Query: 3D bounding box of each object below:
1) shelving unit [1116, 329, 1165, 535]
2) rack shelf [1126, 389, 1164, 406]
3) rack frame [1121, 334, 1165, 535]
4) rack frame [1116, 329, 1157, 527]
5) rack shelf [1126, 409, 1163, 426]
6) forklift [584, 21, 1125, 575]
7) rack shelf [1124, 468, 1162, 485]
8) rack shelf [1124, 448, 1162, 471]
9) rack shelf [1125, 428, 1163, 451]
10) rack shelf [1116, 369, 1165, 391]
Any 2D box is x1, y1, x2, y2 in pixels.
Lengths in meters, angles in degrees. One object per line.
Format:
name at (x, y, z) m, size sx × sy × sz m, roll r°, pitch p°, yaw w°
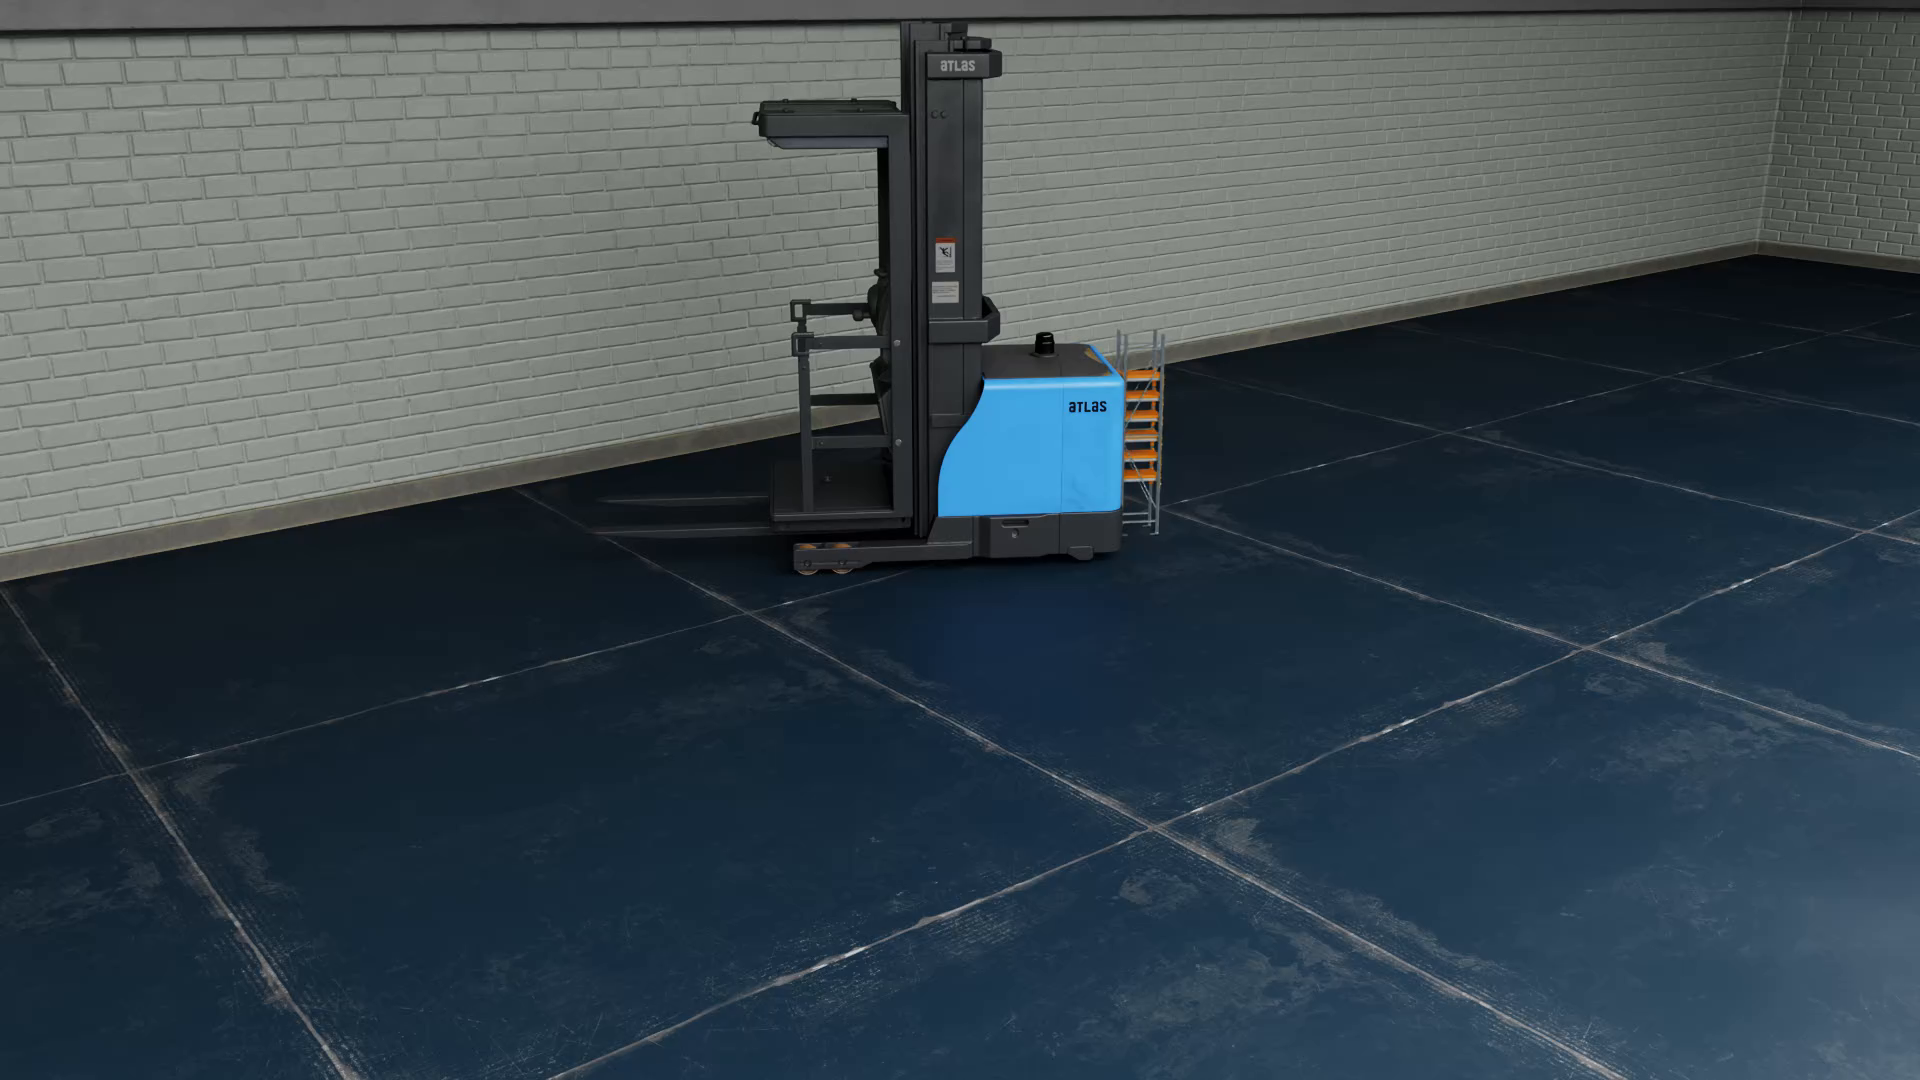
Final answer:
shelving unit at (1.054, -0.634, 9.852) m, size 0.258 × 1.200 × 0.189 m, roll -2°, pitch 16°, yaw -7°
rack shelf at (1.055, -0.822, 9.800) m, size 0.258 × 0.103 × 0.180 m, roll -2°, pitch 16°, yaw -7°
rack frame at (1.067, -0.610, 9.765) m, size 0.240 × 1.200 × 0.006 m, roll -2°, pitch 16°, yaw -7°
rack frame at (1.042, -0.658, 9.939) m, size 0.240 × 1.200 × 0.006 m, roll -2°, pitch 16°, yaw -7°
rack shelf at (1.055, -0.707, 9.832) m, size 0.258 × 0.103 × 0.180 m, roll -2°, pitch 16°, yaw -7°
forklift at (-0.625, -1.371, 9.341) m, size 3.031 × 2.935 × 1.130 m, roll -2°, pitch 18°, yaw -6°
rack shelf at (1.054, -0.360, 9.928) m, size 0.258 × 0.103 × 0.180 m, roll -2°, pitch 16°, yaw -7°
rack shelf at (1.054, -0.475, 9.896) m, size 0.258 × 0.103 × 0.180 m, roll -2°, pitch 16°, yaw -7°
rack shelf at (1.054, -0.591, 9.864) m, size 0.258 × 0.103 × 0.180 m, roll -2°, pitch 16°, yaw -7°
rack shelf at (1.055, -0.938, 9.768) m, size 0.258 × 0.103 × 0.180 m, roll -2°, pitch 16°, yaw -7°
